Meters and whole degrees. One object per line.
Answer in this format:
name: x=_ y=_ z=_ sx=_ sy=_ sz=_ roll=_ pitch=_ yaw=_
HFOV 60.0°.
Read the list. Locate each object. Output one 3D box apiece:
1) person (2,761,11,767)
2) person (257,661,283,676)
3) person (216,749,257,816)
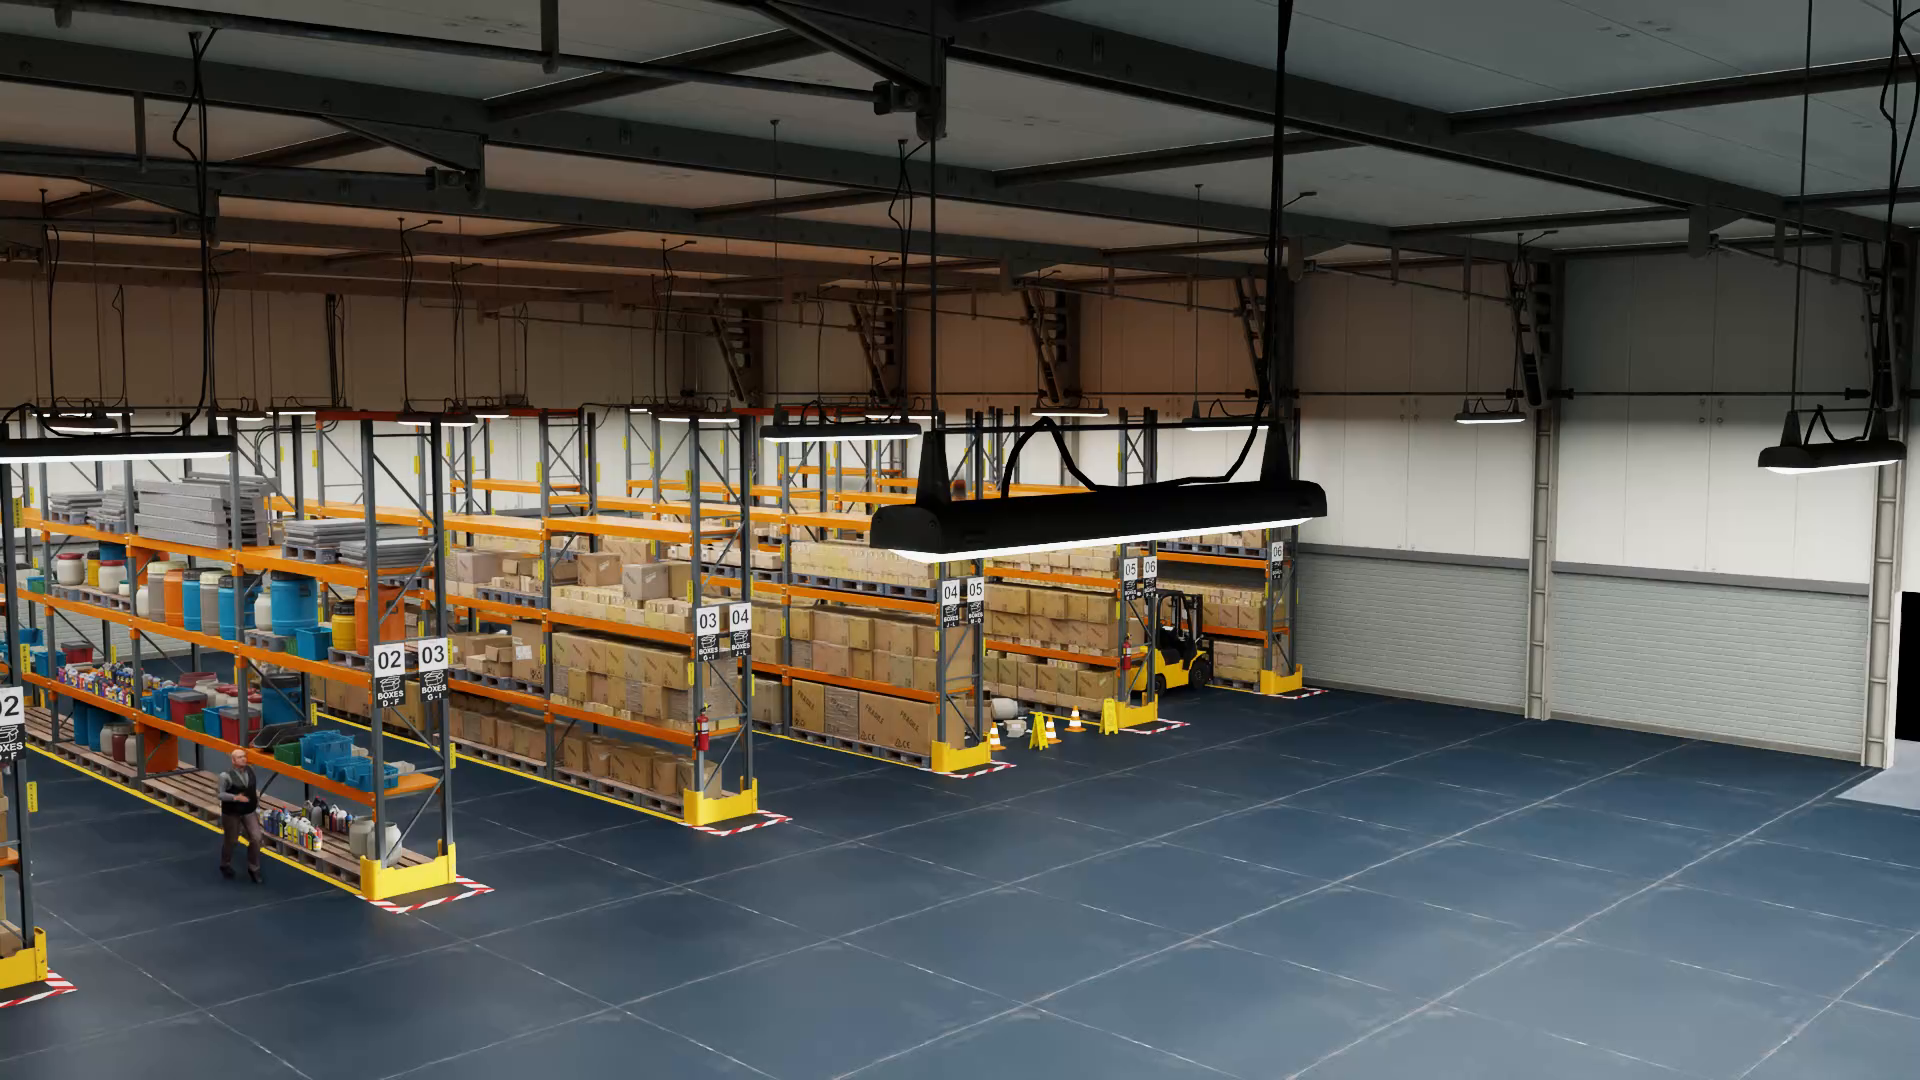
person: x=-16.048 y=3.300 z=27.758 sx=0.351 sy=0.906 sz=0.689 roll=-3 pitch=6 yaw=-32
person: x=-13.351 y=2.281 z=32.124 sx=0.482 sy=0.758 sz=0.564 roll=-4 pitch=7 yaw=-41
person: x=-9.297 y=3.125 z=21.422 sx=0.690 sy=0.860 sz=0.562 roll=5 pitch=7 yaw=43
